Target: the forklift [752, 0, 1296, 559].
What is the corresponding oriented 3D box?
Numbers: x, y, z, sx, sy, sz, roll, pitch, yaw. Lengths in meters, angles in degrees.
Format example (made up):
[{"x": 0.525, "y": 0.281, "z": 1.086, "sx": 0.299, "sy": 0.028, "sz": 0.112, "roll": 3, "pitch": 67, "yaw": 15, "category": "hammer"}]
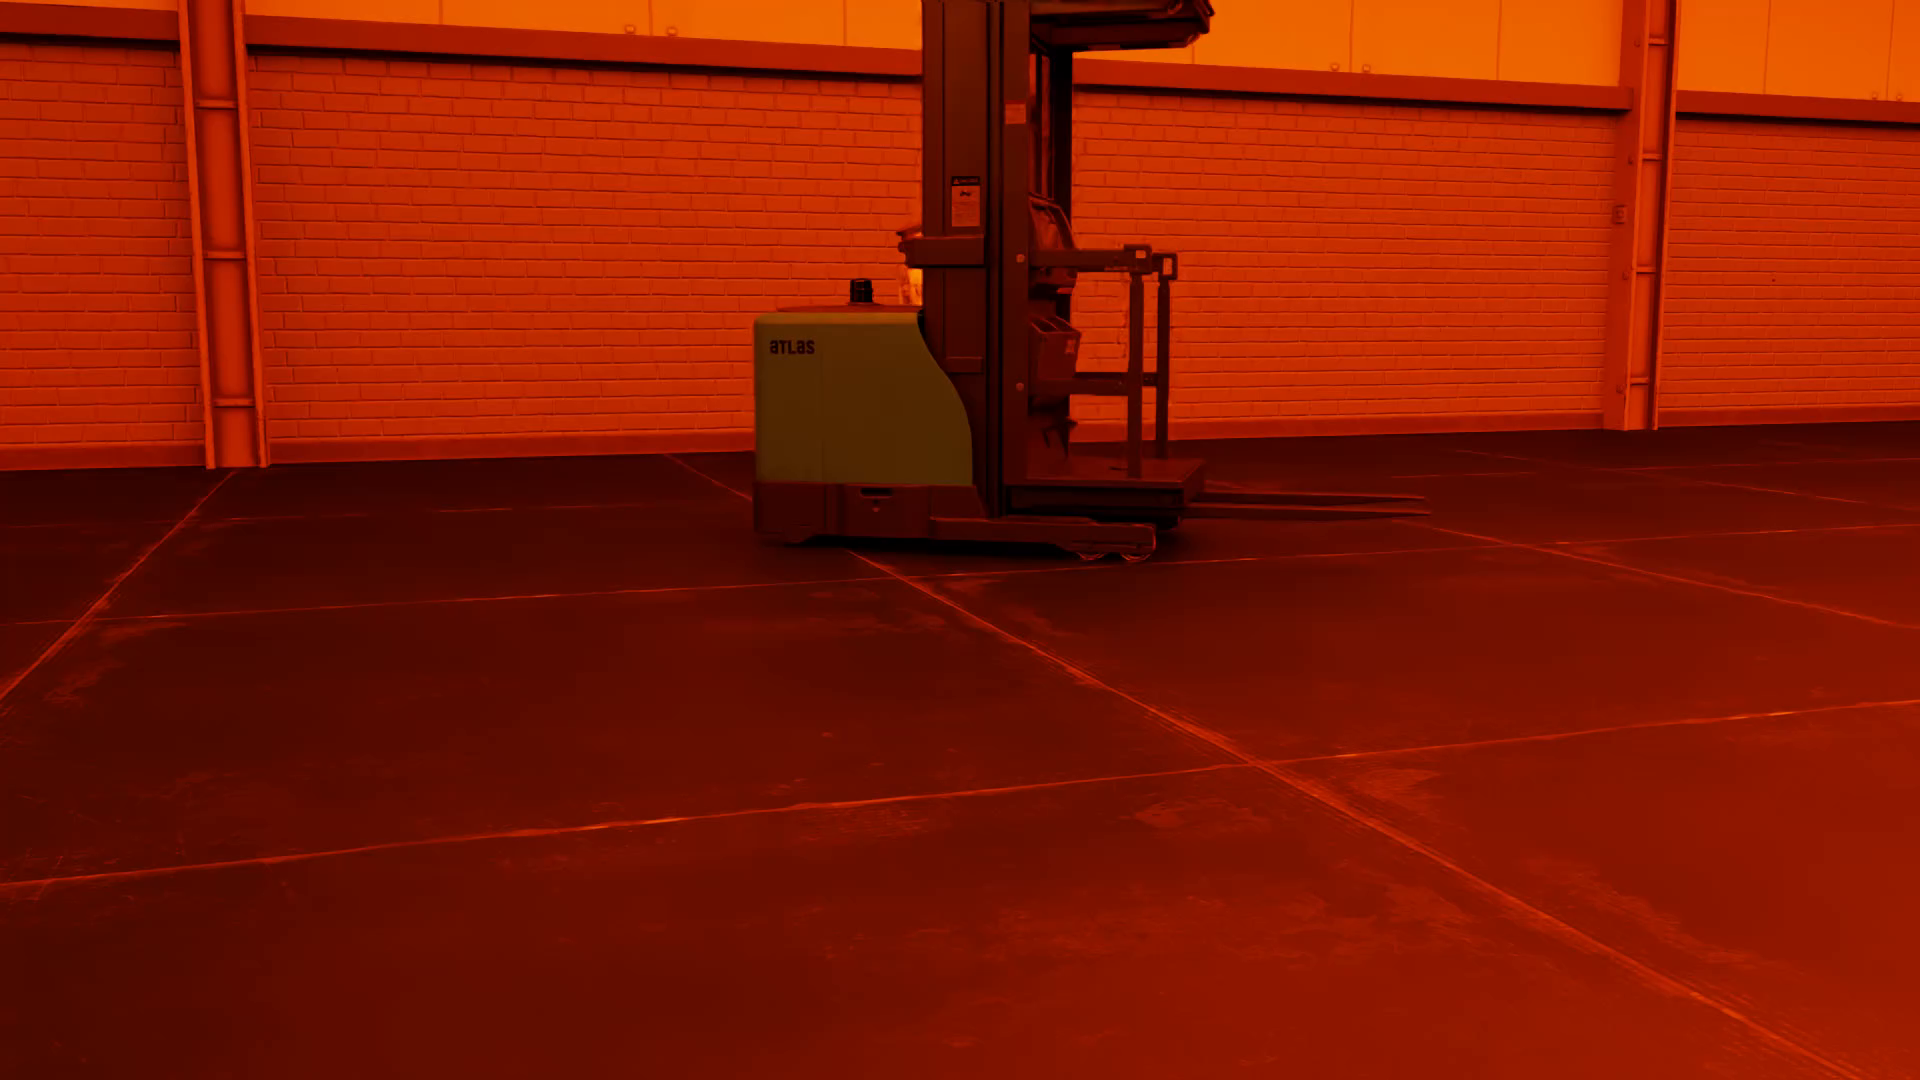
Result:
[{"x": 0.475, "y": -1.511, "z": 8.159, "sx": 3.031, "sy": 2.935, "sz": 1.130, "roll": -7, "pitch": 10, "yaw": -41, "category": "forklift"}]
